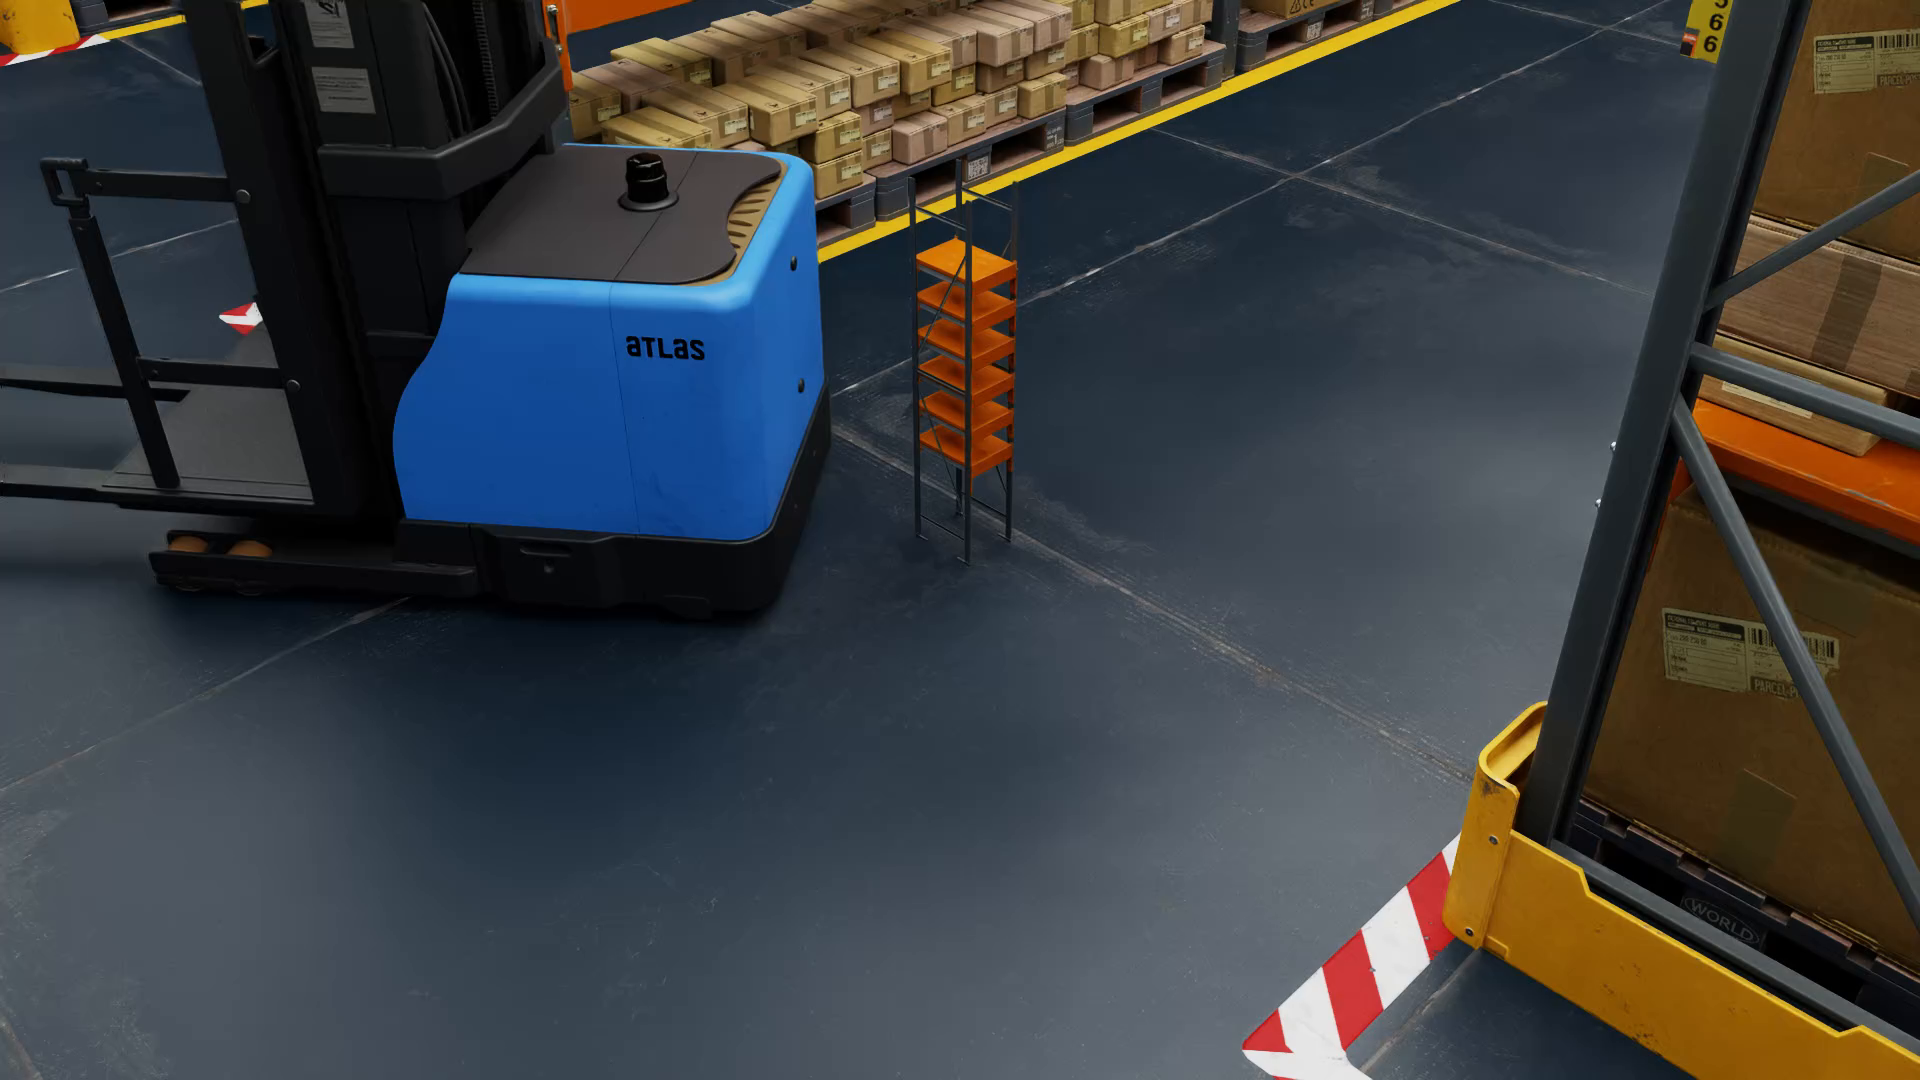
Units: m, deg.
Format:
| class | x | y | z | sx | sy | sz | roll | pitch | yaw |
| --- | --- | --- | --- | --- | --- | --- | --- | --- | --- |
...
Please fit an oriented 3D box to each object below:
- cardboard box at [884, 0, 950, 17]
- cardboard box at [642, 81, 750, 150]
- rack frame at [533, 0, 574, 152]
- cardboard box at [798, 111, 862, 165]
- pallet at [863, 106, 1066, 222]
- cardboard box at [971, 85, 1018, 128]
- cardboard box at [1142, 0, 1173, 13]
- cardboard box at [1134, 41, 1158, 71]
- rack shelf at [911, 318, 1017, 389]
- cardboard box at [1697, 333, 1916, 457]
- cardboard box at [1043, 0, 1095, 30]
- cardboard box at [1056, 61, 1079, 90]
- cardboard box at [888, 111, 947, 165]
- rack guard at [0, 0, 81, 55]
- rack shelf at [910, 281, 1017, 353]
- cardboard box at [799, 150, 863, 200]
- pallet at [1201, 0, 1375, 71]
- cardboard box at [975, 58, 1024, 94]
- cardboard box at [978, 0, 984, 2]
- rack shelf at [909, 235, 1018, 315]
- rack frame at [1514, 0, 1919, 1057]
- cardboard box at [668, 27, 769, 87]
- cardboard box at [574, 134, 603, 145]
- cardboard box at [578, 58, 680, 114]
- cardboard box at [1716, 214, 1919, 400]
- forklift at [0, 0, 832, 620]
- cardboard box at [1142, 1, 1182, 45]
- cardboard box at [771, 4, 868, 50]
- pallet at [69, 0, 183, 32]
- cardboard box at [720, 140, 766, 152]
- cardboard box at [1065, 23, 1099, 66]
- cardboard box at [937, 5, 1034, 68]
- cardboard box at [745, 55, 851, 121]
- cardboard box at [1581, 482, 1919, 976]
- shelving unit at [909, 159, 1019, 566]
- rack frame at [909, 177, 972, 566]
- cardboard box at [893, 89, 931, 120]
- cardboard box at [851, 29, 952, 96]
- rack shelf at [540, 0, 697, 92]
| class | x | y | z | sx | sy | sz | roll | pitch | yaw |
| --- | --- | --- | --- | --- | --- | --- | --- | --- | --- |
| cardboard box | -0.266 | -2.483 | 7.793 | 0.380 | 0.149 | 0.250 | 28 | 43 | 34 |
| cardboard box | -1.058 | -1.692 | 6.658 | 0.250 | 0.149 | 0.380 | -29 | 44 | -35 |
| rack frame | -1.777 | -2.208 | 5.794 | 1.000 | 3.000 | 0.127 | 30 | 45 | 35 |
| cardboard box | -0.625 | -1.726 | 6.968 | 0.250 | 0.149 | 0.380 | -28 | 44 | -34 |
| pallet | -0.267 | -1.904 | 7.795 | 1.003 | 0.211 | 1.213 | 30 | 45 | 35 |
| cardboard box | 0.046 | -2.040 | 7.678 | 0.250 | 0.149 | 0.380 | -29 | 44 | -35 |
| cardboard box | 0.823 | -2.710 | 8.119 | 0.250 | 0.149 | 0.380 | -29 | 44 | -35 |
| cardboard box | 0.764 | -2.467 | 8.290 | 0.250 | 0.149 | 0.380 | -29 | 44 | -34 |
| rack shelf | 0.010 | -0.560 | 4.872 | 0.258 | 0.103 | 0.180 | 30 | 45 | 35 |
| cardboard box | 1.689 | -0.343 | 3.339 | 0.250 | 0.149 | 0.380 | -29 | 44 | -35 |
| cardboard box | 0.415 | -2.532 | 7.864 | 0.250 | 0.149 | 0.380 | -28 | 44 | -34 |
| cardboard box | 0.352 | -2.276 | 8.016 | 0.380 | 0.149 | 0.250 | 28 | 44 | 34 |
| cardboard box | -0.277 | -1.806 | 7.342 | 0.380 | 0.149 | 0.250 | 27 | 43 | 33 |
| rack guard | -5.378 | -3.127 | 9.297 | 1.175 | 0.500 | 0.348 | 30 | 45 | 35 |
| rack shelf | 0.010 | -0.658 | 4.803 | 0.258 | 0.103 | 0.180 | 30 | 45 | 35 |
| cardboard box | -0.626 | -1.597 | 7.043 | 0.250 | 0.149 | 0.380 | -29 | 44 | -35 |
| pallet | 1.589 | -3.005 | 9.374 | 1.003 | 0.211 | 1.213 | 30 | 45 | 35 |
| cardboard box | 0.072 | -2.196 | 7.642 | 0.380 | 0.149 | 0.250 | 27 | 43 | 33 |
| cardboard box | 0.105 | -2.697 | 8.100 | 0.380 | 0.149 | 0.250 | 28 | 44 | 34 |
| rack shelf | 0.010 | -0.757 | 4.735 | 0.258 | 0.103 | 0.180 | 30 | 45 | 35 |
| rack frame | 1.672 | -0.168 | 2.869 | 1.000 | 3.000 | 0.127 | 30 | 45 | 35 |
| cardboard box | -1.046 | -2.087 | 7.226 | 0.380 | 0.149 | 0.250 | 28 | 43 | 34 |
| cardboard box | -1.608 | -1.663 | 6.877 | 0.380 | 0.149 | 0.250 | 28 | 44 | 34 |
| cardboard box | -1.366 | -1.851 | 6.887 | 0.250 | 0.149 | 0.380 | -29 | 44 | -35 |
| cardboard box | 1.825 | -0.533 | 3.263 | 0.500 | 0.250 | 0.500 | 29 | 44 | 35 |
| forklift | -1.986 | -1.329 | 4.594 | 3.031 | 2.935 | 1.130 | 4 | 35 | 6 |
| cardboard box | 0.863 | -2.586 | 8.201 | 0.380 | 0.149 | 0.250 | 27 | 43 | 33 |
| cardboard box | -0.632 | -2.281 | 7.503 | 0.380 | 0.149 | 0.250 | 28 | 44 | 34 |
| pallet | -4.853 | -3.375 | 9.905 | 1.003 | 0.211 | 1.213 | 30 | 45 | 35 |
| cardboard box | -0.993 | -1.531 | 6.688 | 0.380 | 0.149 | 0.250 | 29 | 44 | 35 |
| cardboard box | 0.441 | -2.408 | 7.946 | 0.250 | 0.149 | 0.380 | -29 | 44 | -35 |
| cardboard box | 0.108 | -2.271 | 7.489 | 0.380 | 0.149 | 0.250 | 28 | 44 | 34 |
| cardboard box | -0.673 | -1.876 | 6.923 | 0.380 | 0.149 | 0.250 | 27 | 43 | 33 |
| cardboard box | 2.066 | 0.239 | 3.776 | 0.875 | 0.875 | 0.875 | 30 | 45 | 35 |
| shelving unit | 0.010 | -0.498 | 4.915 | 0.258 | 1.200 | 0.189 | 30 | 45 | 35 |
| rack frame | -0.054 | -0.461 | 4.862 | 0.240 | 1.200 | 0.006 | 30 | 45 | 35 |
| cardboard box | -0.344 | -1.999 | 7.360 | 0.250 | 0.149 | 0.380 | -27 | 43 | -33 |
| cardboard box | -0.254 | -2.073 | 7.206 | 0.250 | 0.149 | 0.380 | -29 | 44 | -35 |
| rack shelf | -0.368 | -2.725 | 7.164 | 1.077 | 0.370 | 4.000 | 30 | 45 | 35 |
